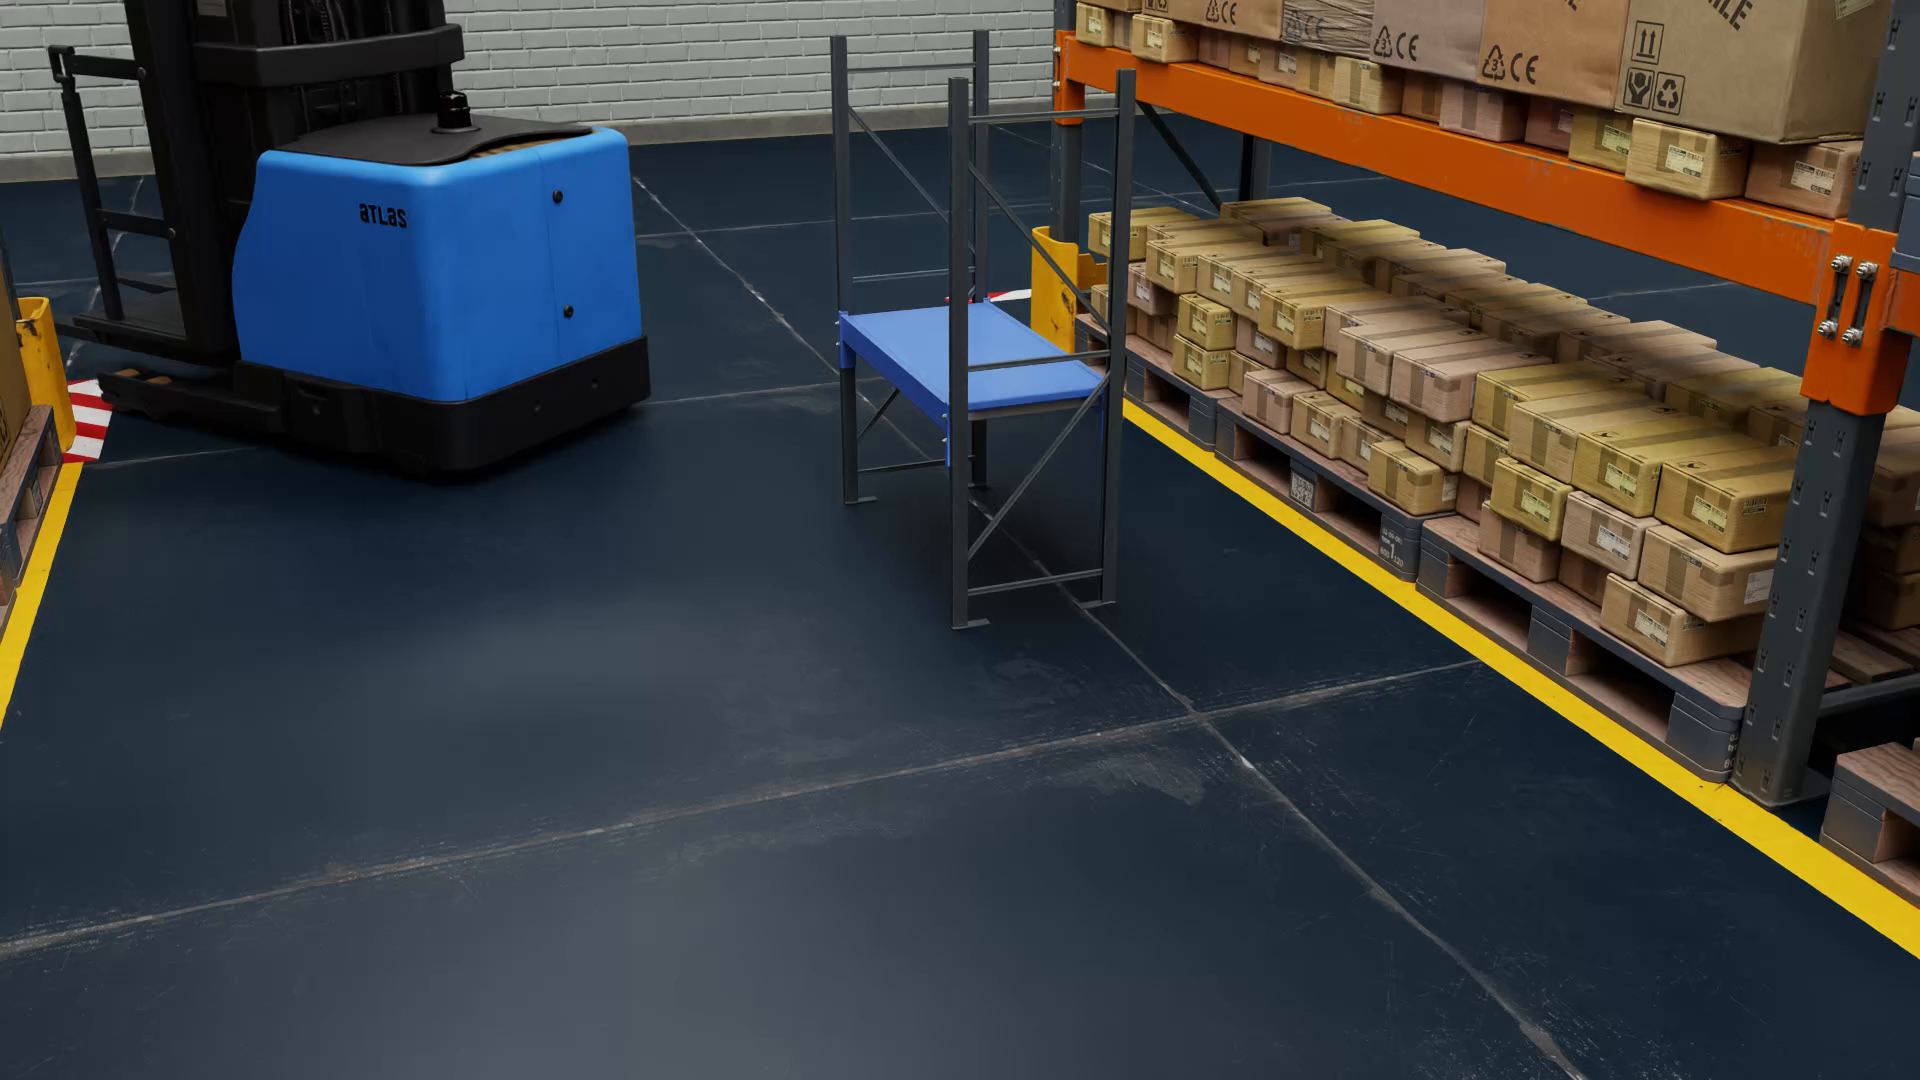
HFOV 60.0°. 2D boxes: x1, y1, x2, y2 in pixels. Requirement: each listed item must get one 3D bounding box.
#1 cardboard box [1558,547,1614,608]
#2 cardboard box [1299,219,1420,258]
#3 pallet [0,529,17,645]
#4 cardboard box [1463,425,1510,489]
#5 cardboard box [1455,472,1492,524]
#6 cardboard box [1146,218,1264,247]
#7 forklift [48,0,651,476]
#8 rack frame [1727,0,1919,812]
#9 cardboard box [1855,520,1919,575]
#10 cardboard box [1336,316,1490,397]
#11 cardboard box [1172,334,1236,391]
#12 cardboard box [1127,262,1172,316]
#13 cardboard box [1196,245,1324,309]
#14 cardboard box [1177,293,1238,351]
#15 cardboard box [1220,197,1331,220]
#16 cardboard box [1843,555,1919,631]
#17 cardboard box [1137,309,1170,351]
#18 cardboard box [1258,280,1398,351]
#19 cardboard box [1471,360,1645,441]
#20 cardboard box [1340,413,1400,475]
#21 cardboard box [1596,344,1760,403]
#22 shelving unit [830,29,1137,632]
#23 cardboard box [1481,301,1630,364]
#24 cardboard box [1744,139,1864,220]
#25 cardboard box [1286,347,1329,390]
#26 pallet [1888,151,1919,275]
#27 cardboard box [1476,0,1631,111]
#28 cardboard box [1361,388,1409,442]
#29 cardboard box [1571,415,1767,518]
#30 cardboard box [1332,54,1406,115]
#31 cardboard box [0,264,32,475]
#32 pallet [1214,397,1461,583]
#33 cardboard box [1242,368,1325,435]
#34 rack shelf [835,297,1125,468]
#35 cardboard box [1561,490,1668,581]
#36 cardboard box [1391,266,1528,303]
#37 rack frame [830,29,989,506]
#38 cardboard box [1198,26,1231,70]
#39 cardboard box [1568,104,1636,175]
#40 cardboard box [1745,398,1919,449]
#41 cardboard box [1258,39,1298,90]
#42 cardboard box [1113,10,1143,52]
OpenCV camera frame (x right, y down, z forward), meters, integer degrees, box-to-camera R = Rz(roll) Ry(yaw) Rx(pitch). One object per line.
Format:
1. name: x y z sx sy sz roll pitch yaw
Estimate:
1. cardboard box: 1.813 0.064 4.365 0.380 0.149 0.250 -8 24 -18
2. cardboard box: 1.540 -1.128 6.428 0.380 0.149 0.250 -9 24 -20
3. pallet: -3.022 0.344 4.163 1.003 0.211 1.213 -8 24 -19
4. cardboard box: 1.660 -0.238 4.700 0.380 0.149 0.250 -8 24 -19
5. cardboard box: 1.680 -0.135 4.839 0.380 0.149 0.250 -9 24 -20
6. cardboard box: 0.948 -1.141 6.459 0.380 0.149 0.250 -8 24 -18
7. forklift: -2.724 -1.969 6.148 3.031 2.935 1.130 12 26 27
8. rack frame: 2.284 -0.854 3.415 1.000 3.000 0.127 -8 24 -19
9. cardboard box: 2.455 -0.047 4.246 0.380 0.149 0.250 -7 24 -17
10. cardboard box: 1.385 -0.566 5.094 0.380 0.149 0.250 -9 25 -21
11. cardboard box: 1.007 -0.672 6.112 0.380 0.149 0.250 -8 24 -18
12. cardboard box: 0.860 -0.992 6.488 0.380 0.149 0.250 -8 24 -19
13. cardboard box: 1.082 -0.953 6.013 0.380 0.149 0.250 -10 25 -22
14. cardboard box: 1.018 -0.807 6.049 0.380 0.149 0.250 -8 24 -17
15. cardboard box: 1.295 -1.304 6.846 0.380 0.149 0.250 -8 24 -18
16. cardboard box: 2.456 0.090 4.305 0.380 0.149 0.250 -9 25 -21
17. cardboard box: 0.925 -0.869 6.580 0.380 0.149 0.250 -8 24 -19
18. cardboard box: 1.221 -0.749 5.529 0.380 0.149 0.250 -8 24 -18
19. cardboard box: 1.674 -0.384 4.662 0.380 0.149 0.250 -8 24 -17
20. cardboard box: 1.432 -0.310 5.253 0.380 0.149 0.250 -8 24 -18
21. cardboard box: 2.065 -0.447 4.812 0.380 0.149 0.250 -9 24 -20
22. shelving unit: 0.030 -0.660 4.885 0.538 1.500 1.048 -8 24 -19
23. cardboard box: 1.878 -0.638 5.266 0.380 0.149 0.250 -9 25 -21
24. cardboard box: 1.964 -0.810 3.633 0.380 0.149 0.250 -9 24 -20
25. cardboard box: 1.335 -0.631 5.631 0.380 0.149 0.250 -7 24 -16
26. pallet: 2.418 -0.468 2.746 1.003 0.211 1.213 -8 24 -19
27. cardboard box: 1.666 -1.363 4.110 0.500 0.500 0.500 -9 24 -20
28. cardboard box: 1.476 -0.428 5.151 0.380 0.149 0.250 -10 25 -21
29. cardboard box: 1.787 -0.189 4.201 0.380 0.149 0.250 -8 24 -18
30. cardboard box: 1.344 -1.368 4.958 0.380 0.149 0.250 -8 24 -18
31. cardboard box: -3.504 -0.657 5.141 0.875 0.875 0.875 -8 24 -19
32. pallet: 1.579 -0.252 5.577 1.003 0.211 1.213 -8 24 -19
33. cardboard box: 1.193 -0.490 5.680 0.380 0.149 0.250 -10 25 -22
34. rack shelf: 0.030 -0.494 4.955 0.538 0.185 1.000 -8 24 -19
35. cardboard box: 1.768 -0.039 4.226 0.380 0.149 0.250 -10 25 -22
36. cardboard box: 1.709 -0.824 5.708 0.380 0.149 0.250 -9 25 -21
37. rack frame: -0.149 -0.845 5.323 0.500 1.500 0.032 -8 24 -19
38. cardboard box: 1.072 -1.762 5.892 0.380 0.149 0.250 -7 24 -17
39. cardboard box: 1.732 -0.994 4.070 0.380 0.149 0.250 -7 24 -17
40. cardboard box: 2.314 -0.270 4.392 0.380 0.149 0.250 -7 24 -16
41. cardboard box: 1.206 -1.566 5.428 0.380 0.149 0.250 -9 24 -20
42. cardboard box: 0.807 -1.942 6.320 0.380 0.149 0.250 -7 24 -17
